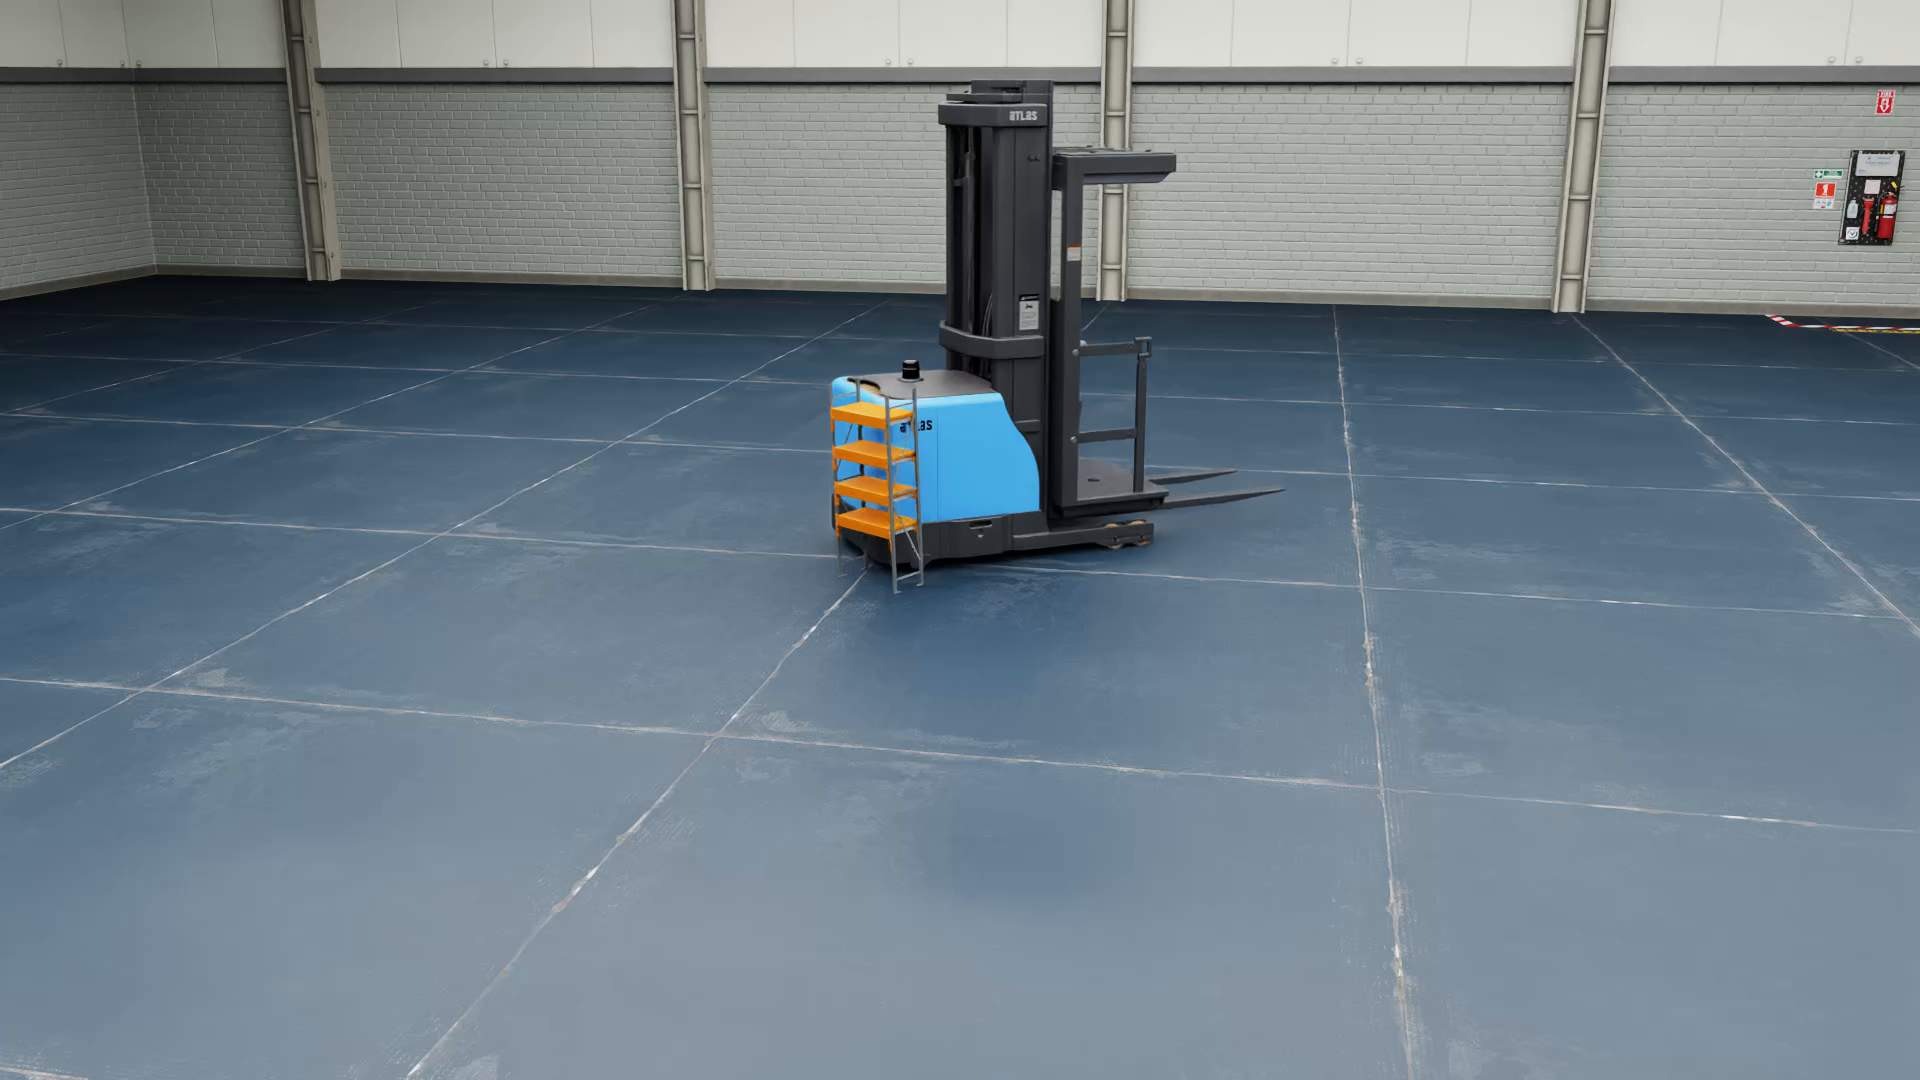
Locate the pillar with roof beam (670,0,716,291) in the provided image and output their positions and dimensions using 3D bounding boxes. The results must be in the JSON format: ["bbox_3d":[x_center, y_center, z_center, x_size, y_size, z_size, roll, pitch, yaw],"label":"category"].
[{"bbox_3d":[-4.641,-6.855,18.882,0.400,9.000,9.100,3,16,11],"label":"pillar with roof beam"}]

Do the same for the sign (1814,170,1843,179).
[{"bbox_3d":[10.924,-4.600,20.921,0.331,0.109,0.001,3,16,11],"label":"sign"}]

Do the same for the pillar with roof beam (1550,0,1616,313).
[{"bbox_3d":[7.119,-6.217,16.578,0.400,9.000,9.100,3,16,11],"label":"pillar with roof beam"}]

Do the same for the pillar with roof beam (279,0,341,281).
[{"bbox_3d":[-10.520,-7.174,20.035,0.400,9.000,9.100,3,16,11],"label":"pillar with roof beam"}]

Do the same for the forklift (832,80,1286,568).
[{"bbox_3d":[0.719,-1.473,10.819,3.031,2.935,1.130,-6,17,-22],"label":"forklift"}]

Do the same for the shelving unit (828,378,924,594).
[{"bbox_3d":[-0.499,-0.327,9.904,0.503,1.200,0.258,15,23,42],"label":"shelving unit"}]

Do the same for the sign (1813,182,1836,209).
[{"bbox_3d":[10.921,-4.348,21.001,0.234,0.329,0.001,3,16,11],"label":"sign"}]

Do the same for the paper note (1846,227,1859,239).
[{"bbox_3d":[11.283,-3.877,21.019,0.142,0.148,0.016,3,16,11],"label":"paper note"}]

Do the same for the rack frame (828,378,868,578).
[{"bbox_3d":[-0.674,-0.372,10.068,0.015,1.200,0.240,15,23,42],"label":"rack frame"}]

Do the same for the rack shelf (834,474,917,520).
[{"bbox_3d":[-0.497,-0.262,9.924,0.480,0.148,0.258,15,23,42],"label":"rack shelf"}]

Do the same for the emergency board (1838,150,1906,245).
[{"bbox_3d":[11.442,-4.274,20.803,0.643,1.169,0.194,3,16,11],"label":"emergency board"}]

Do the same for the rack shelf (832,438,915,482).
[{"bbox_3d":[-0.504,-0.476,9.858,0.480,0.148,0.258,15,23,42],"label":"rack shelf"}]

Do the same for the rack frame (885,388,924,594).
[{"bbox_3d":[-0.324,-0.281,9.740,0.015,1.200,0.240,15,23,42],"label":"rack frame"}]

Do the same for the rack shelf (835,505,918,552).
[{"bbox_3d":[-0.492,-0.073,9.982,0.480,0.148,0.258,15,23,42],"label":"rack shelf"}]

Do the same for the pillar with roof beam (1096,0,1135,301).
[{"bbox_3d":[1.239,-6.536,17.730,0.400,9.000,9.100,3,16,11],"label":"pillar with roof beam"}]

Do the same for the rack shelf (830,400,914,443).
[{"bbox_3d":[-0.510,-0.702,9.788,0.480,0.148,0.258,15,23,42],"label":"rack shelf"}]

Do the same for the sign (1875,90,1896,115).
[{"bbox_3d":[11.454,-5.418,20.589,0.199,0.298,0.001,3,16,11],"label":"sign"}]
